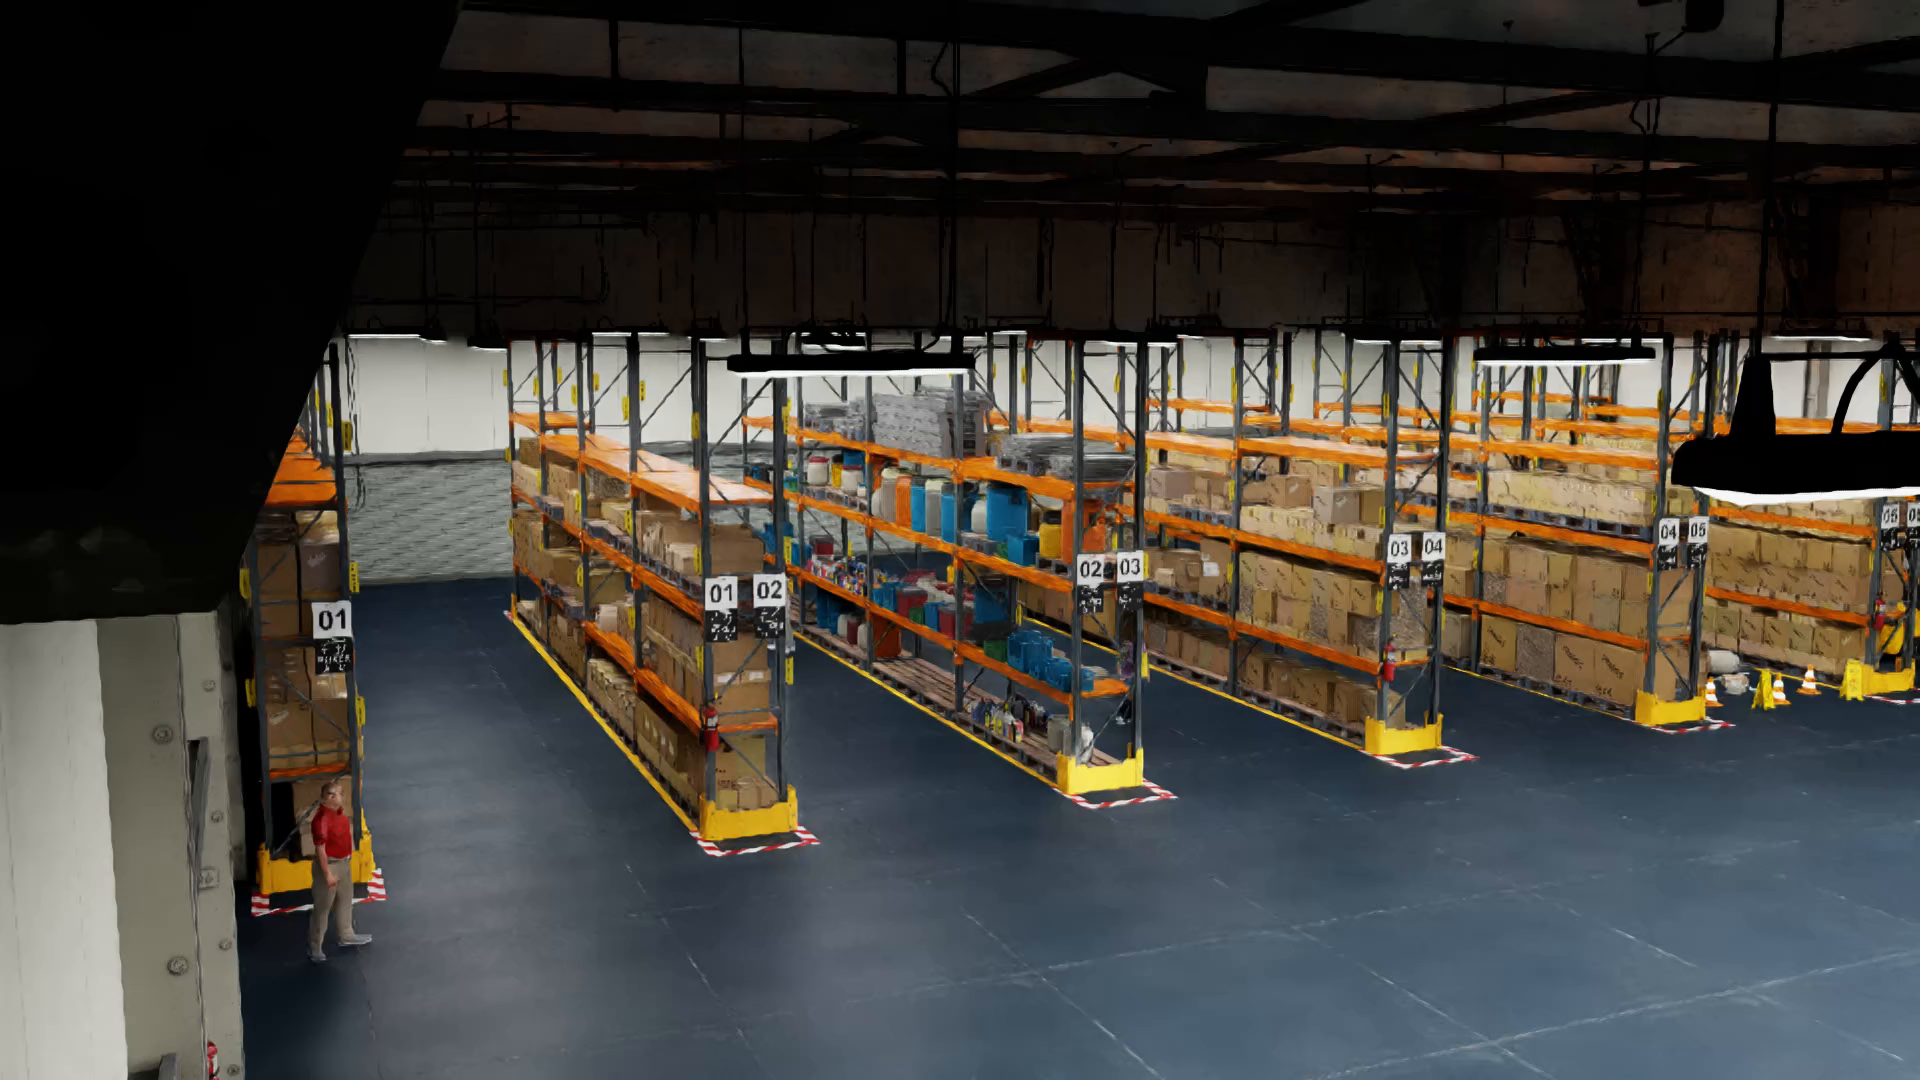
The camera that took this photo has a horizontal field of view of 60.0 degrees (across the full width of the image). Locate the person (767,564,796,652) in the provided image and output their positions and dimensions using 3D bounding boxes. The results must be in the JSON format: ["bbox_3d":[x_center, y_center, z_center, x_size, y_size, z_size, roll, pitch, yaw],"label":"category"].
[{"bbox_3d":[-3.373,1.243,31.260,0.577,1.665,0.560,0,8,2],"label":"person"}]

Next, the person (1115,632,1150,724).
[{"bbox_3d":[2.642,2.106,25.572,0.566,1.540,0.516,-4,9,-25],"label":"person"}]

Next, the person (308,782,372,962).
[{"bbox_3d":[-6.207,3.244,16.453,0.481,1.730,0.660,0,8,3],"label":"person"}]
